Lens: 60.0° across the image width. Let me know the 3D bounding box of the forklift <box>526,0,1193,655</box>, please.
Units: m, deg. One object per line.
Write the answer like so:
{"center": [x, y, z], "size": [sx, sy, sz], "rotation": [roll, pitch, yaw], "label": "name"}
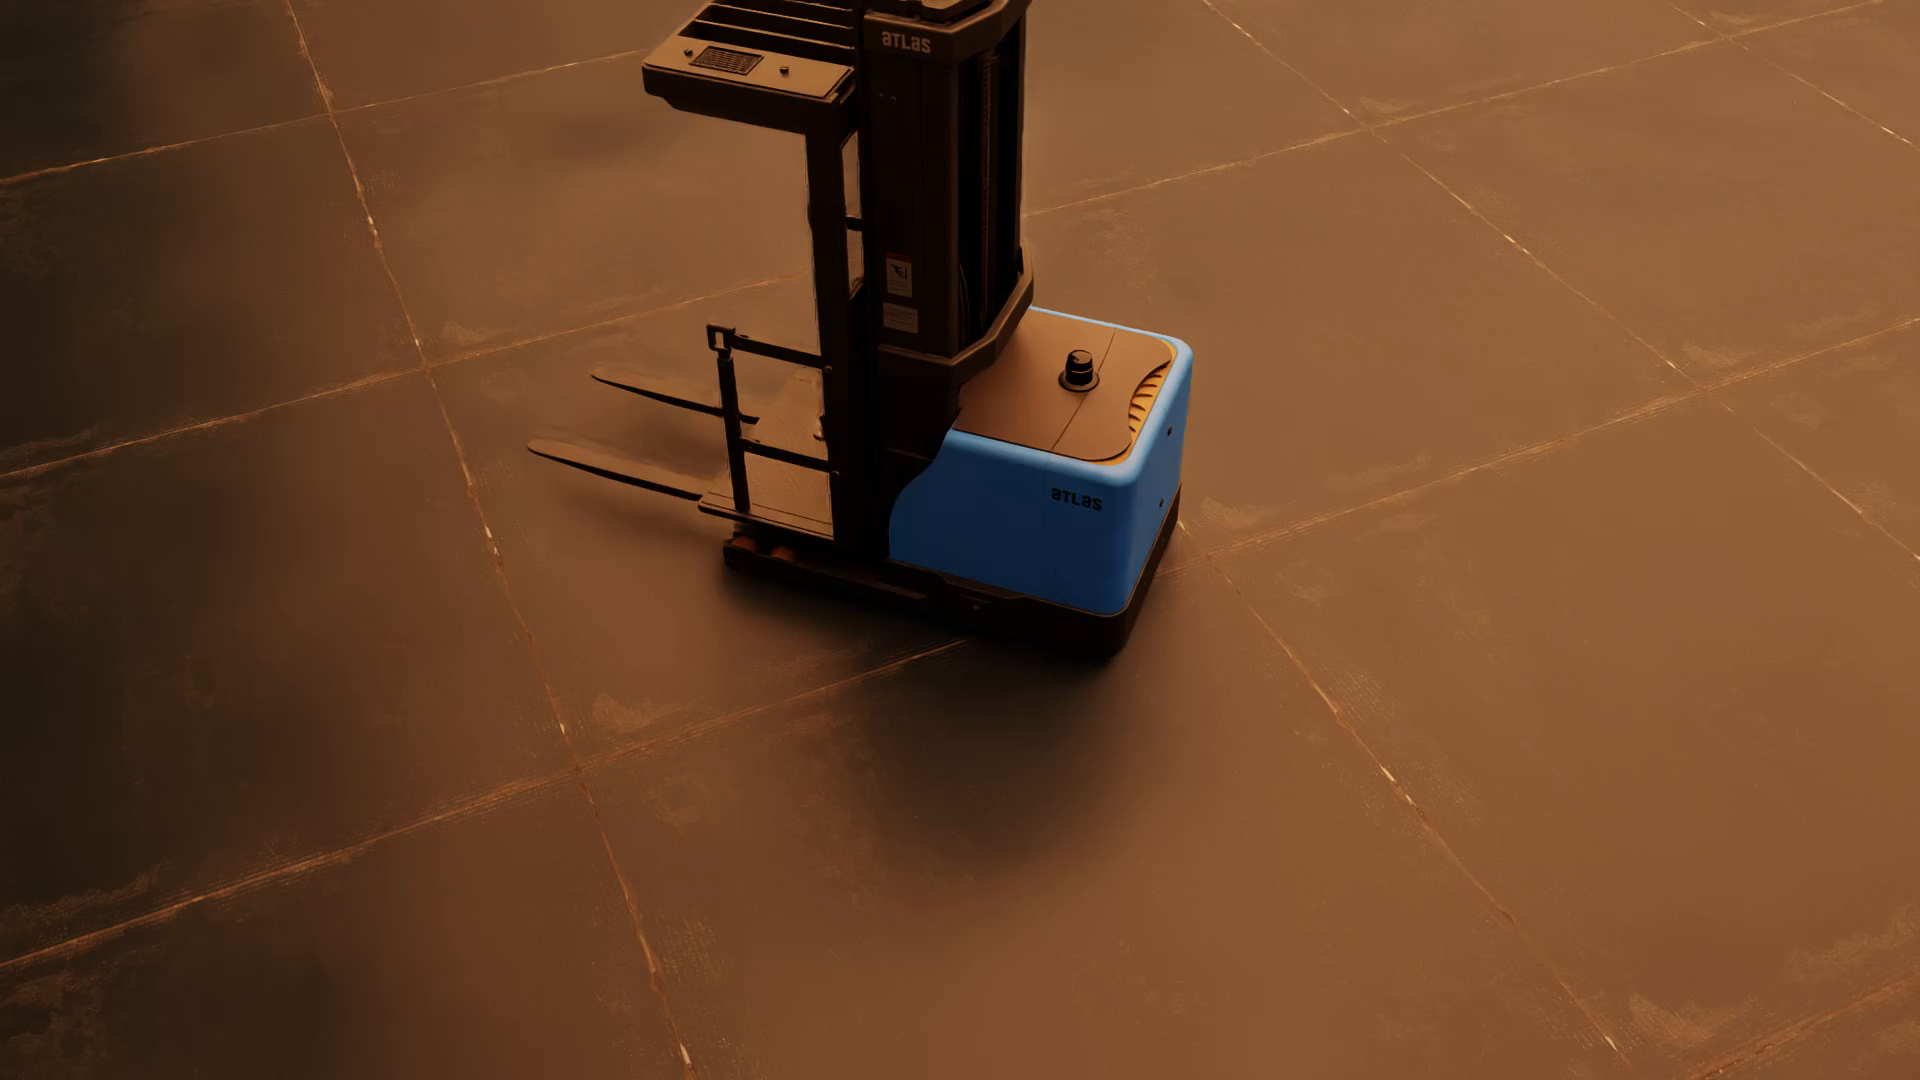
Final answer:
{"center": [-0.550, -1.200, 6.966], "size": [3.031, 2.935, 1.130], "rotation": [15, 45, 15], "label": "forklift"}
